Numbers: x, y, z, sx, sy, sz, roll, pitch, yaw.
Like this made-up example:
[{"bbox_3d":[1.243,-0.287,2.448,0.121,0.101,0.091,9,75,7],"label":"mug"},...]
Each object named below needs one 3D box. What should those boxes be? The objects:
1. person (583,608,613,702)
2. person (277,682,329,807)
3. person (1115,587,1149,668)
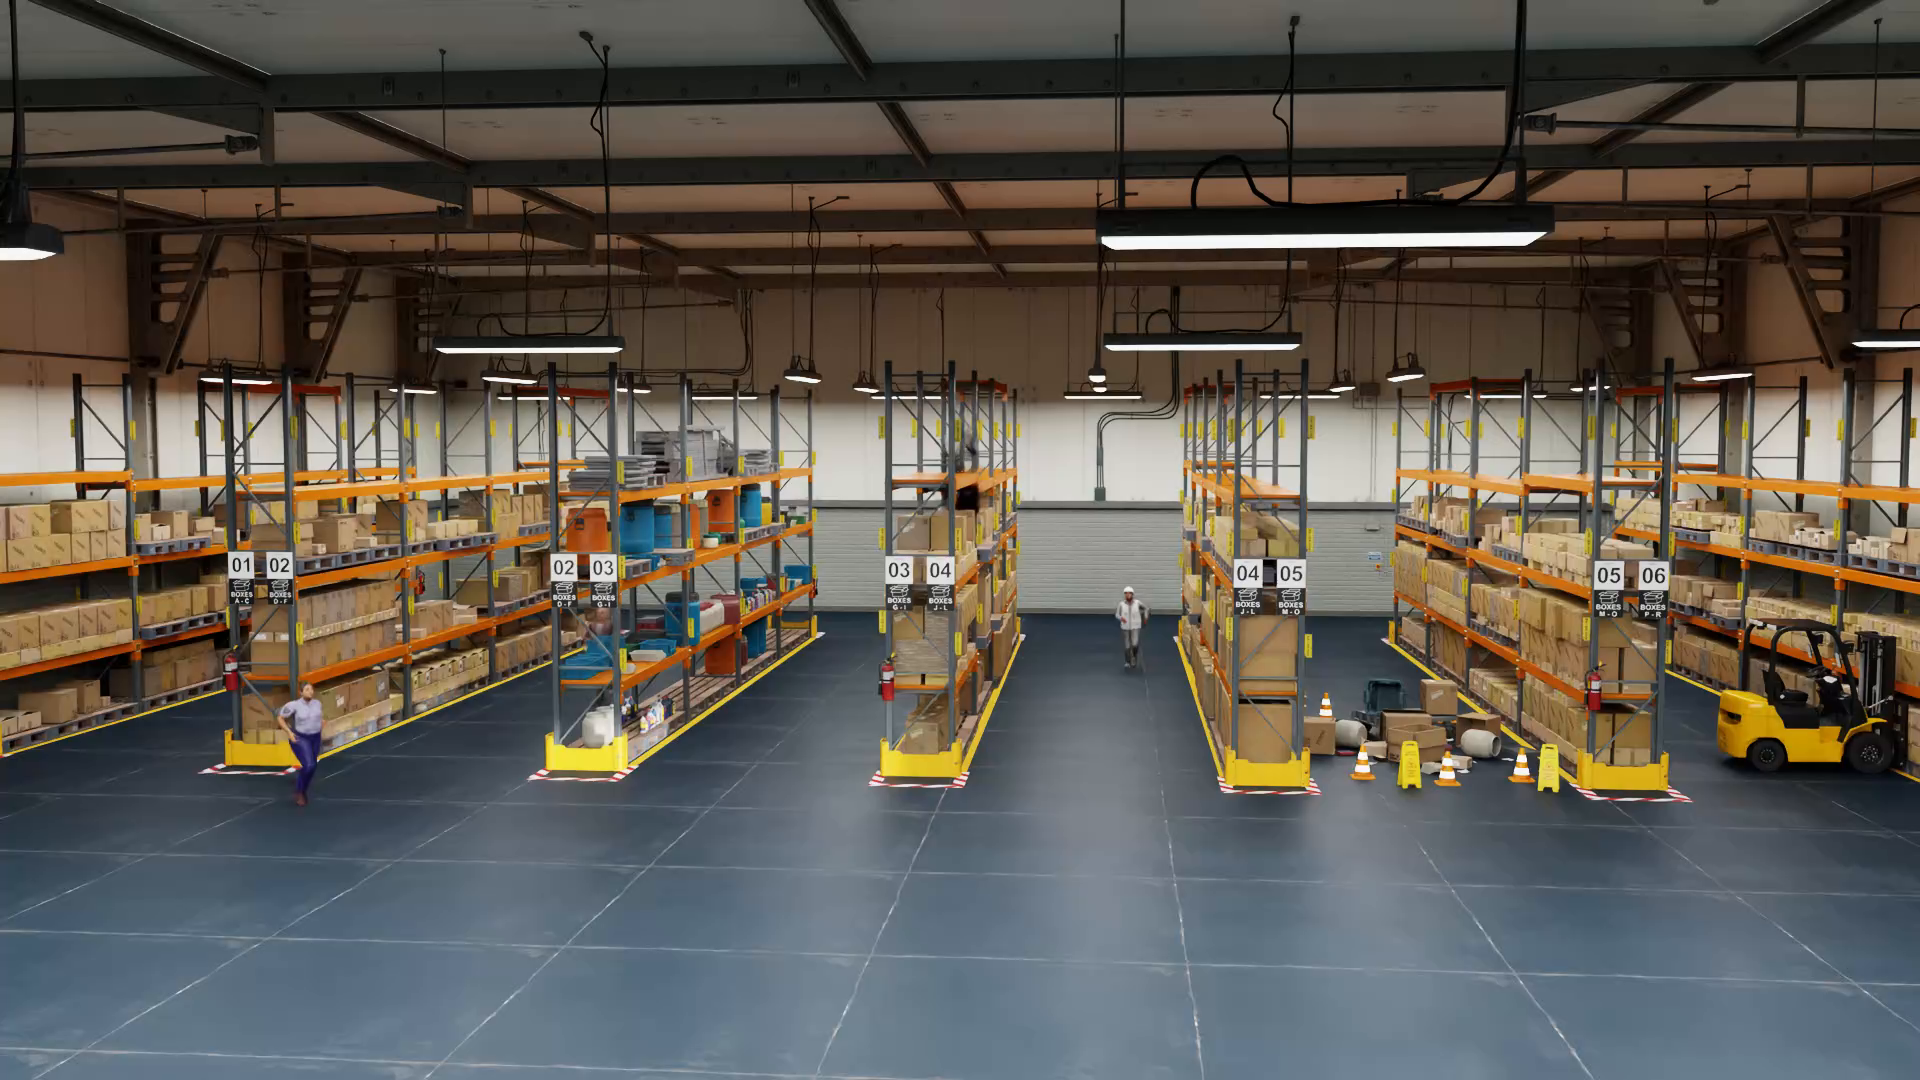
[{"bbox_3d":[-6.644,2.111,30.806,0.708,1.723,0.669,0,4,4],"label":"person"},{"bbox_3d":[-8.748,2.732,22.279,0.689,1.665,0.578,2,4,32],"label":"person"},{"bbox_3d":[3.580,1.835,34.717,0.675,1.726,0.808,1,4,12],"label":"person"}]
